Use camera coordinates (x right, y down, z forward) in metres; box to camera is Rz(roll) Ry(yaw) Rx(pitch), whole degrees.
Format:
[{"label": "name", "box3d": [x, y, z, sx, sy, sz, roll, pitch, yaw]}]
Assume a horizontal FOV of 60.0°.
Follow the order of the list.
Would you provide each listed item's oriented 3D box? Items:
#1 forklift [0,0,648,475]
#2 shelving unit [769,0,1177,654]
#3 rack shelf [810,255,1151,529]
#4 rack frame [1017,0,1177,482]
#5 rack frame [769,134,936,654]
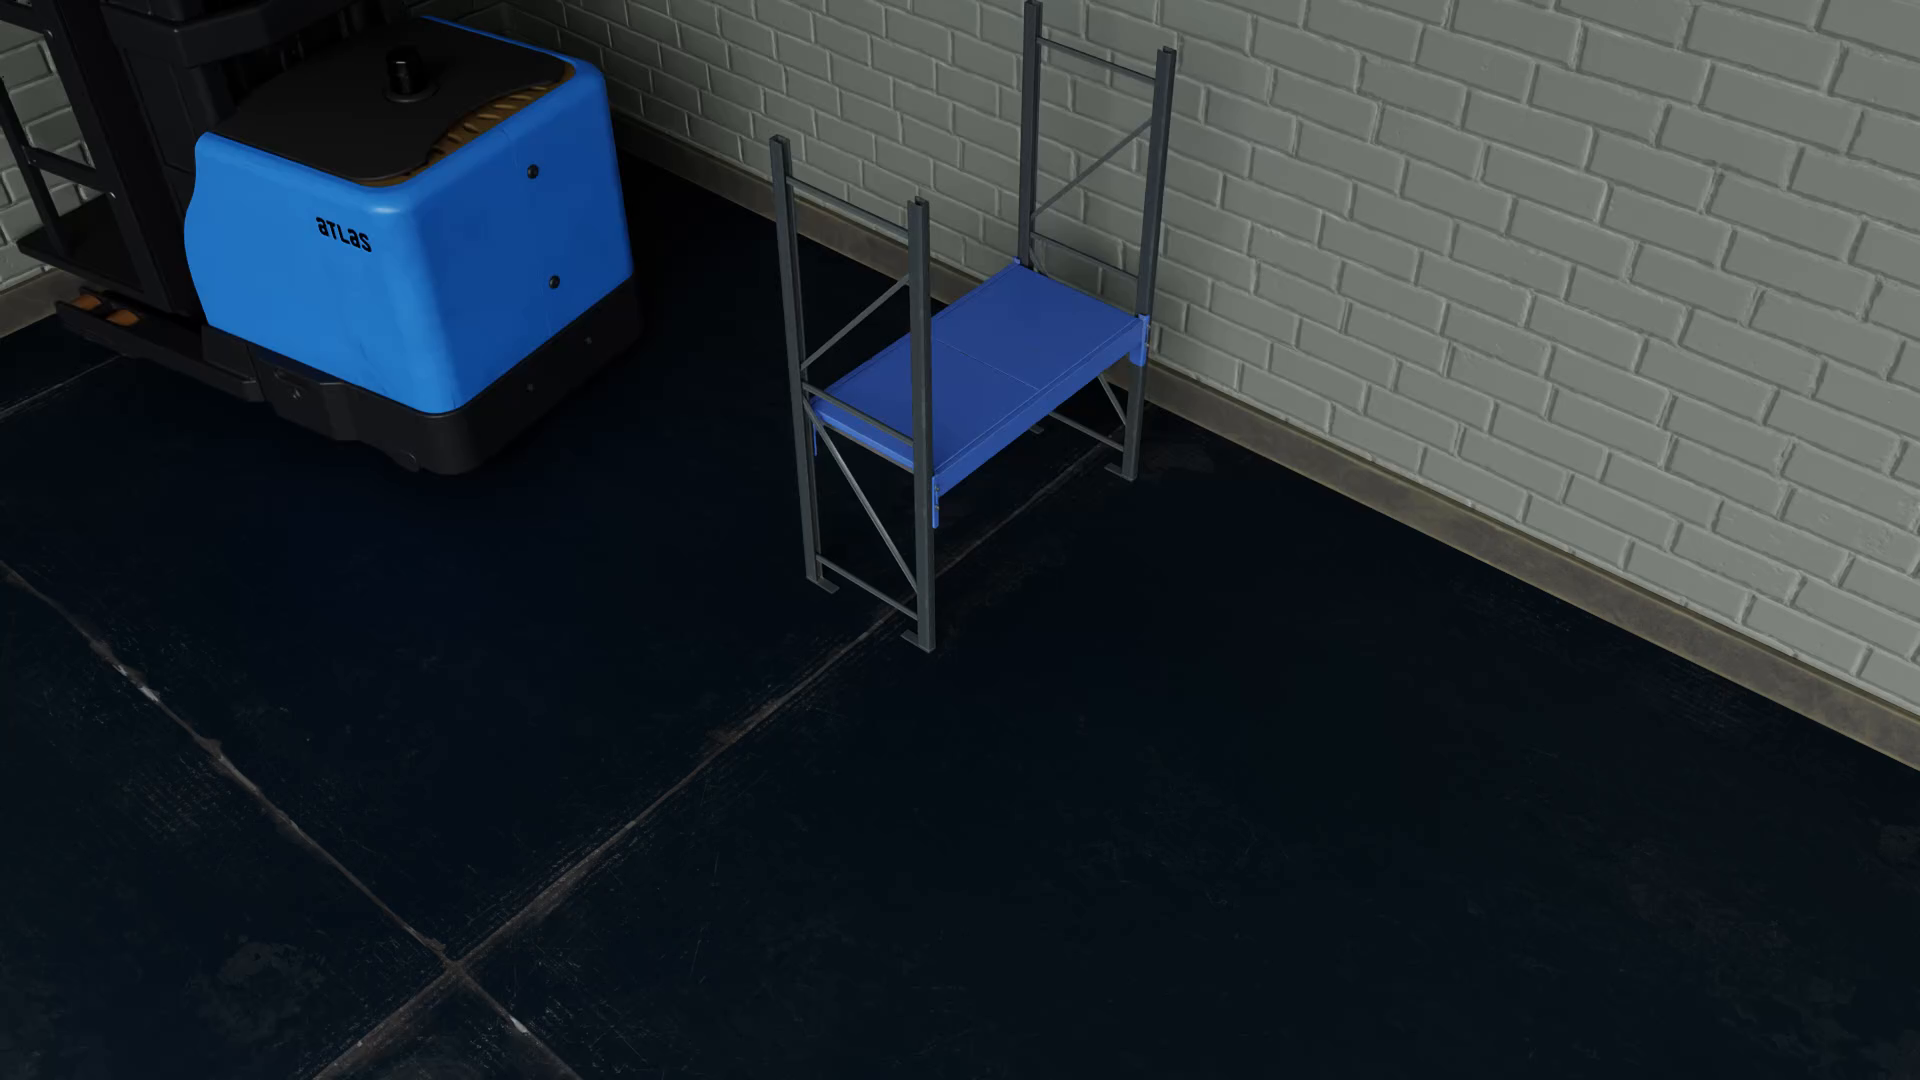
[{"label": "forklift", "box3d": [-2.661, -2.028, 5.302, 3.031, 2.935, 1.130, 21, 46, 22]}, {"label": "shelving unit", "box3d": [0.055, -0.599, 4.794, 0.538, 1.500, 1.048, 29, 50, 28]}, {"label": "rack shelf", "box3d": [0.055, -0.466, 4.915, 0.538, 0.185, 1.000, 29, 50, 28]}, {"label": "rack frame", "box3d": [0.382, -0.861, 5.082, 0.500, 1.500, 0.032, 29, 50, 28]}, {"label": "rack frame", "box3d": [-0.272, -0.337, 4.506, 0.500, 1.500, 0.032, 29, 50, 28]}]
